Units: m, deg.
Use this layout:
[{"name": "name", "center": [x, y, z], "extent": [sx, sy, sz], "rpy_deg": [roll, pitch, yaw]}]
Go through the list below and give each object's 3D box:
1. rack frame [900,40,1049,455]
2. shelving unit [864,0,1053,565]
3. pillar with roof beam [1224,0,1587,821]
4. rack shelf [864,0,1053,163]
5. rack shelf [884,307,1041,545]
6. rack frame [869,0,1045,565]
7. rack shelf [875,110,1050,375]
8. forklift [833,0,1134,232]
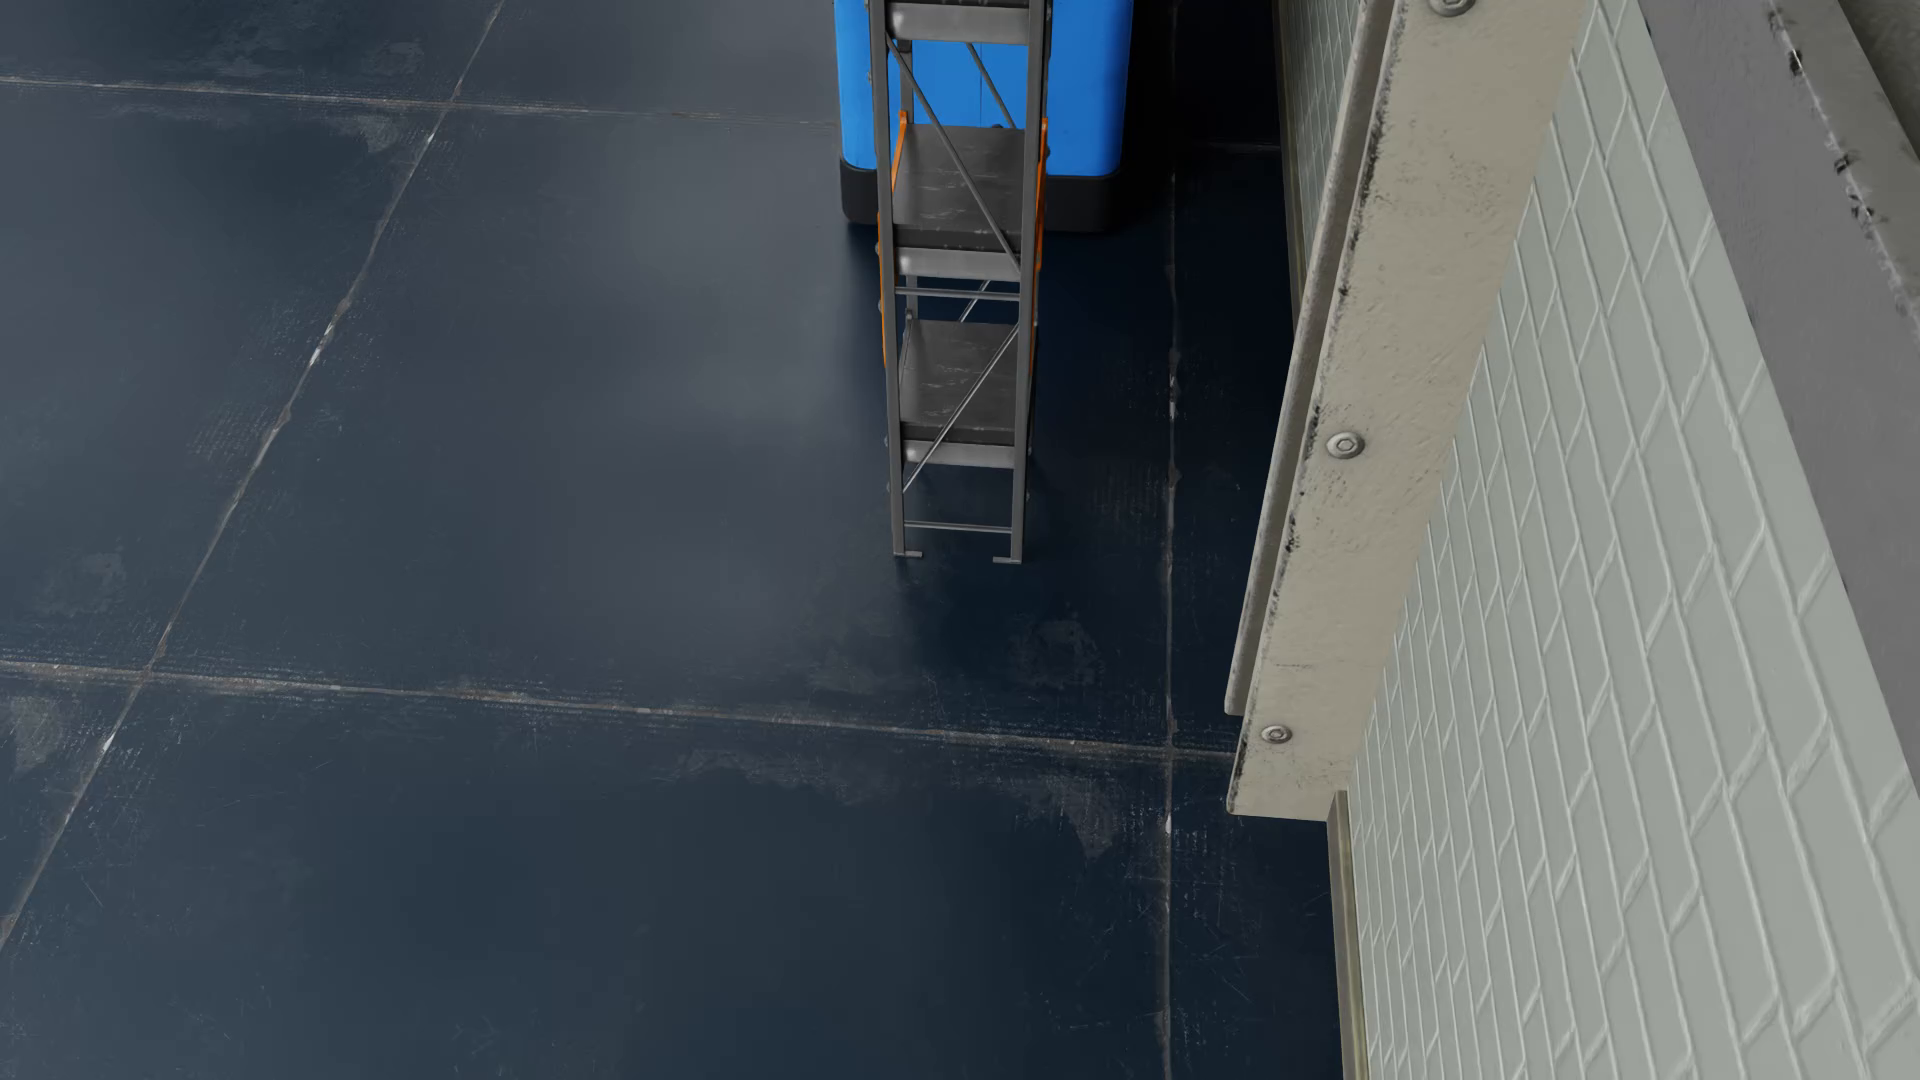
[{"name": "rack frame", "center": [0.037, -1.010, 4.750], "extent": [0.400, 2.100, 0.015], "rpy_deg": [4, 48, 4]}, {"name": "shelving unit", "center": [0.015, -0.830, 4.586], "extent": [0.431, 2.100, 0.503], "rpy_deg": [4, 48, 4]}, {"name": "pillar with roof beam", "center": [-3.383, -2.712, 1.632], "extent": [9.100, 9.000, 0.400], "rpy_deg": [4, 48, 4]}, {"name": "rack shelf", "center": [0.015, -1.294, 4.080], "extent": [0.431, 0.518, 0.480], "rpy_deg": [4, 48, 4]}, {"name": "rack shelf", "center": [0.015, -0.349, 5.113], "extent": [0.431, 0.518, 0.480], "rpy_deg": [4, 48, 4]}, {"name": "rack frame", "center": [-0.007, -0.651, 4.422], "extent": [0.400, 2.100, 0.015], "rpy_deg": [4, 48, 4]}, {"name": "rack shelf", "center": [0.015, -0.821, 4.597], "extent": [0.431, 0.518, 0.480], "rpy_deg": [4, 48, 4]}, {"name": "forklift", "center": [0.157, -3.221, 6.210], "extent": [1.130, 2.935, 3.031], "rpy_deg": [2, 48, 2]}]
